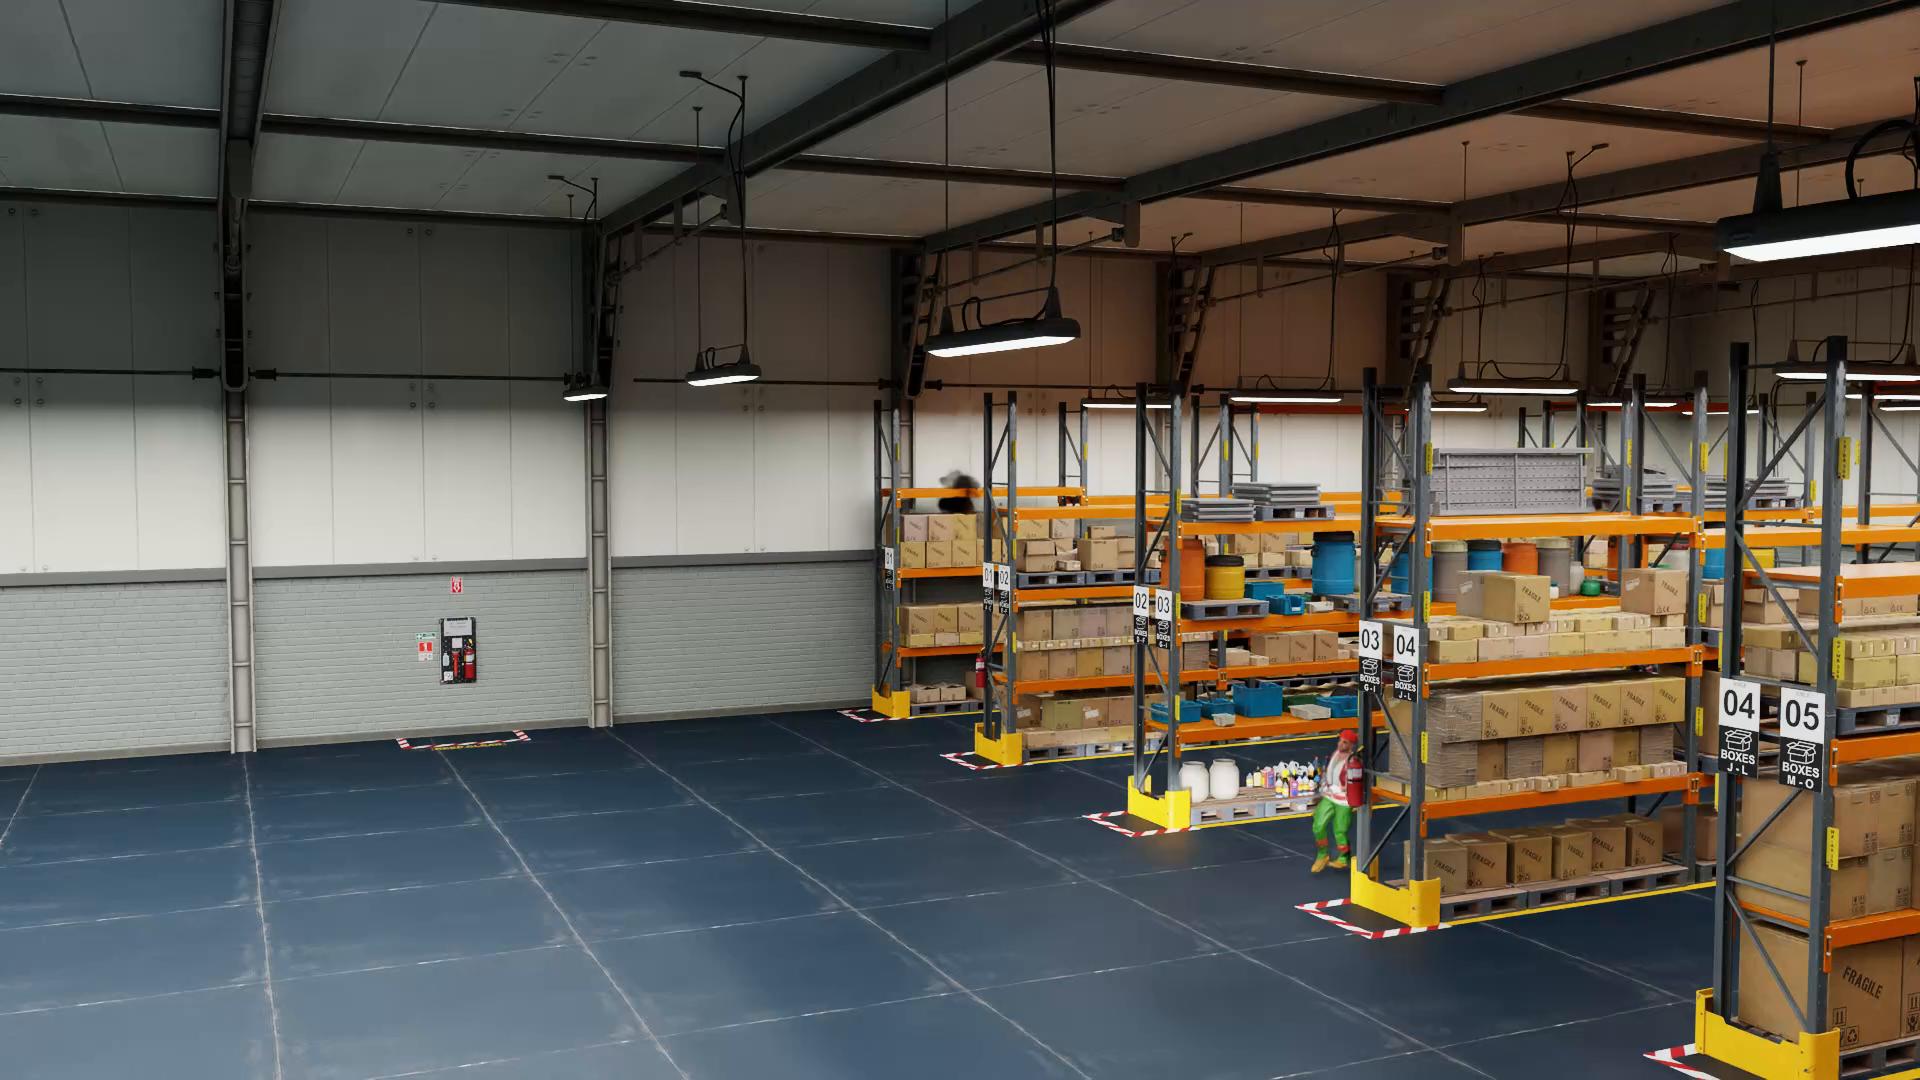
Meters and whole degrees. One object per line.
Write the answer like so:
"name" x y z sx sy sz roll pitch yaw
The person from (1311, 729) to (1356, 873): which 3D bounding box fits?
"person" 4.530 3.134 19.844 0.664 1.786 0.675 -3 4 -38
